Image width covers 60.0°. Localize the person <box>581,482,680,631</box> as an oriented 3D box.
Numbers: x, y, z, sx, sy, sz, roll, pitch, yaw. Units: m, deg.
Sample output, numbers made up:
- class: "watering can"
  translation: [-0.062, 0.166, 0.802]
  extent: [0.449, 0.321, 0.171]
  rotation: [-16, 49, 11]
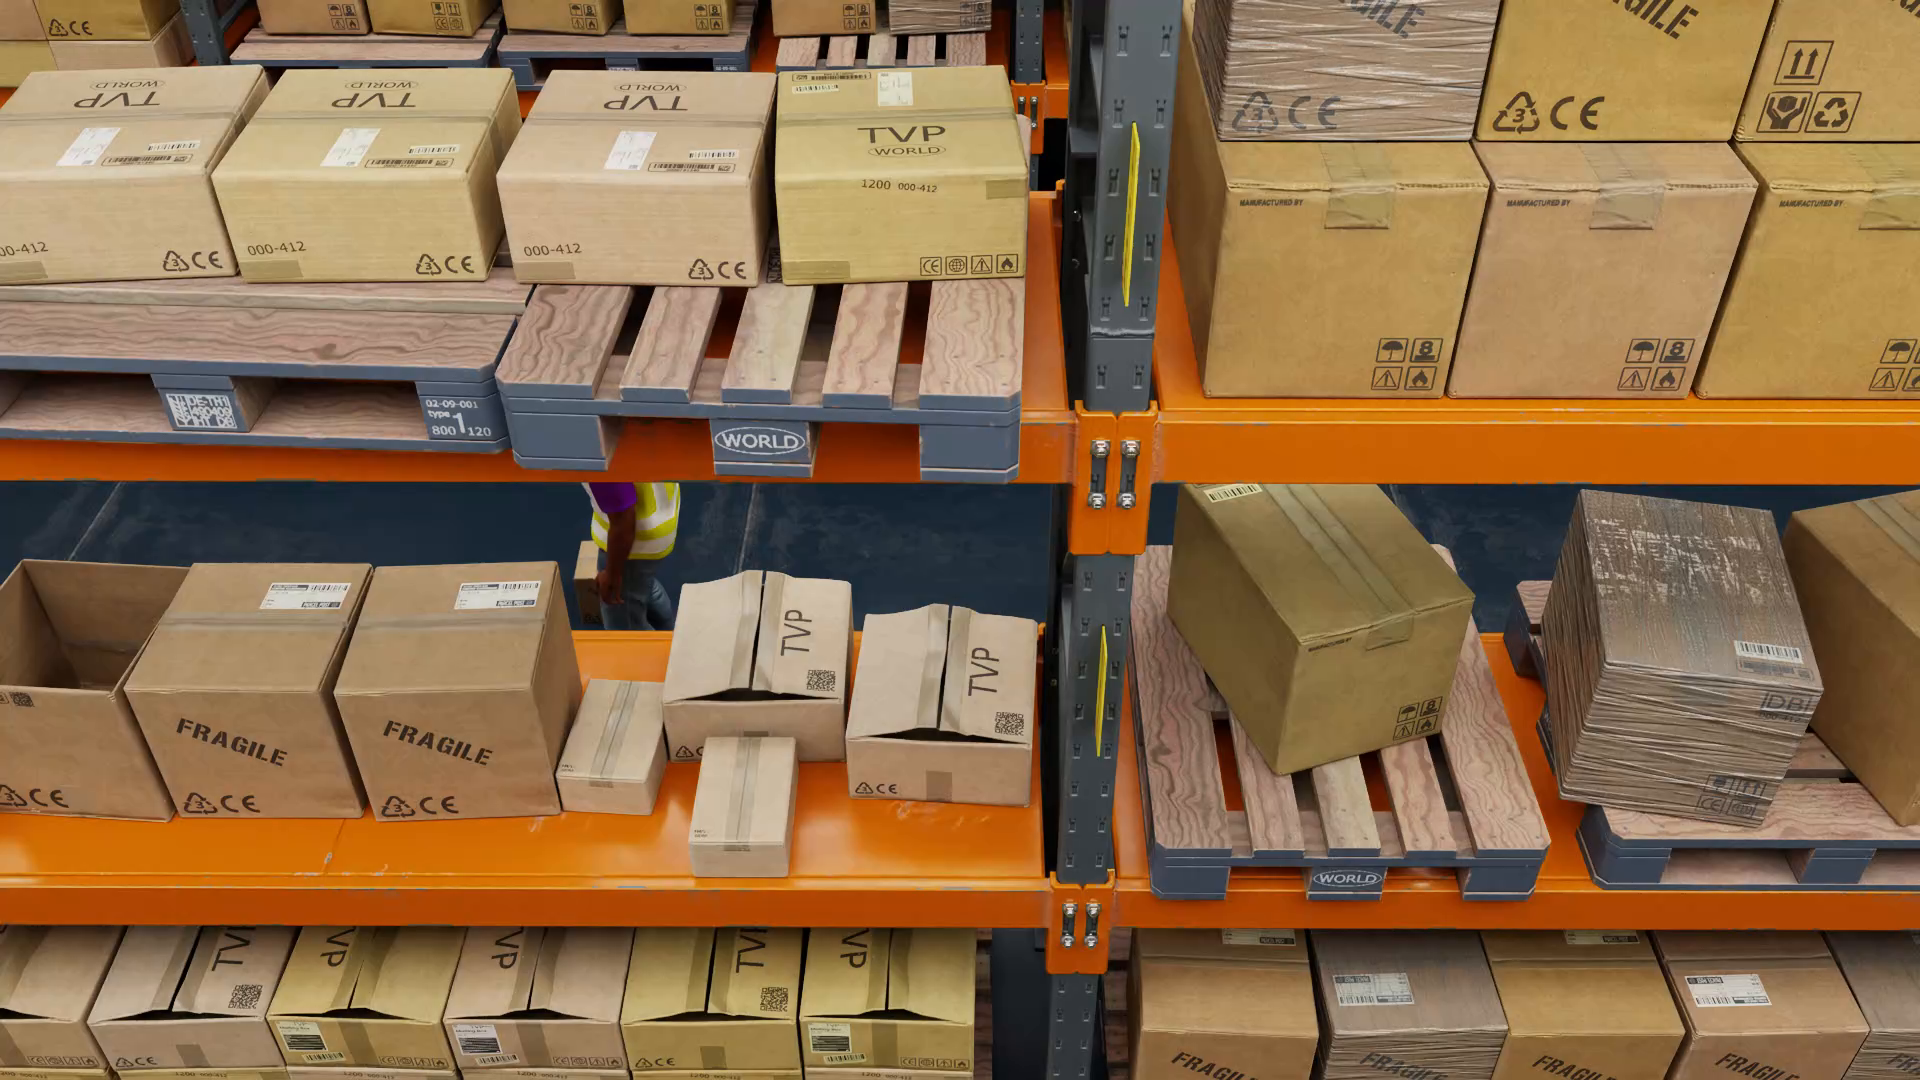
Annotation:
- class: "person"
  translation: [-1.264, -0.048, 6.200]
  extent: [0.460, 1.760, 0.618]
  rotation: [-1, 39, -2]
